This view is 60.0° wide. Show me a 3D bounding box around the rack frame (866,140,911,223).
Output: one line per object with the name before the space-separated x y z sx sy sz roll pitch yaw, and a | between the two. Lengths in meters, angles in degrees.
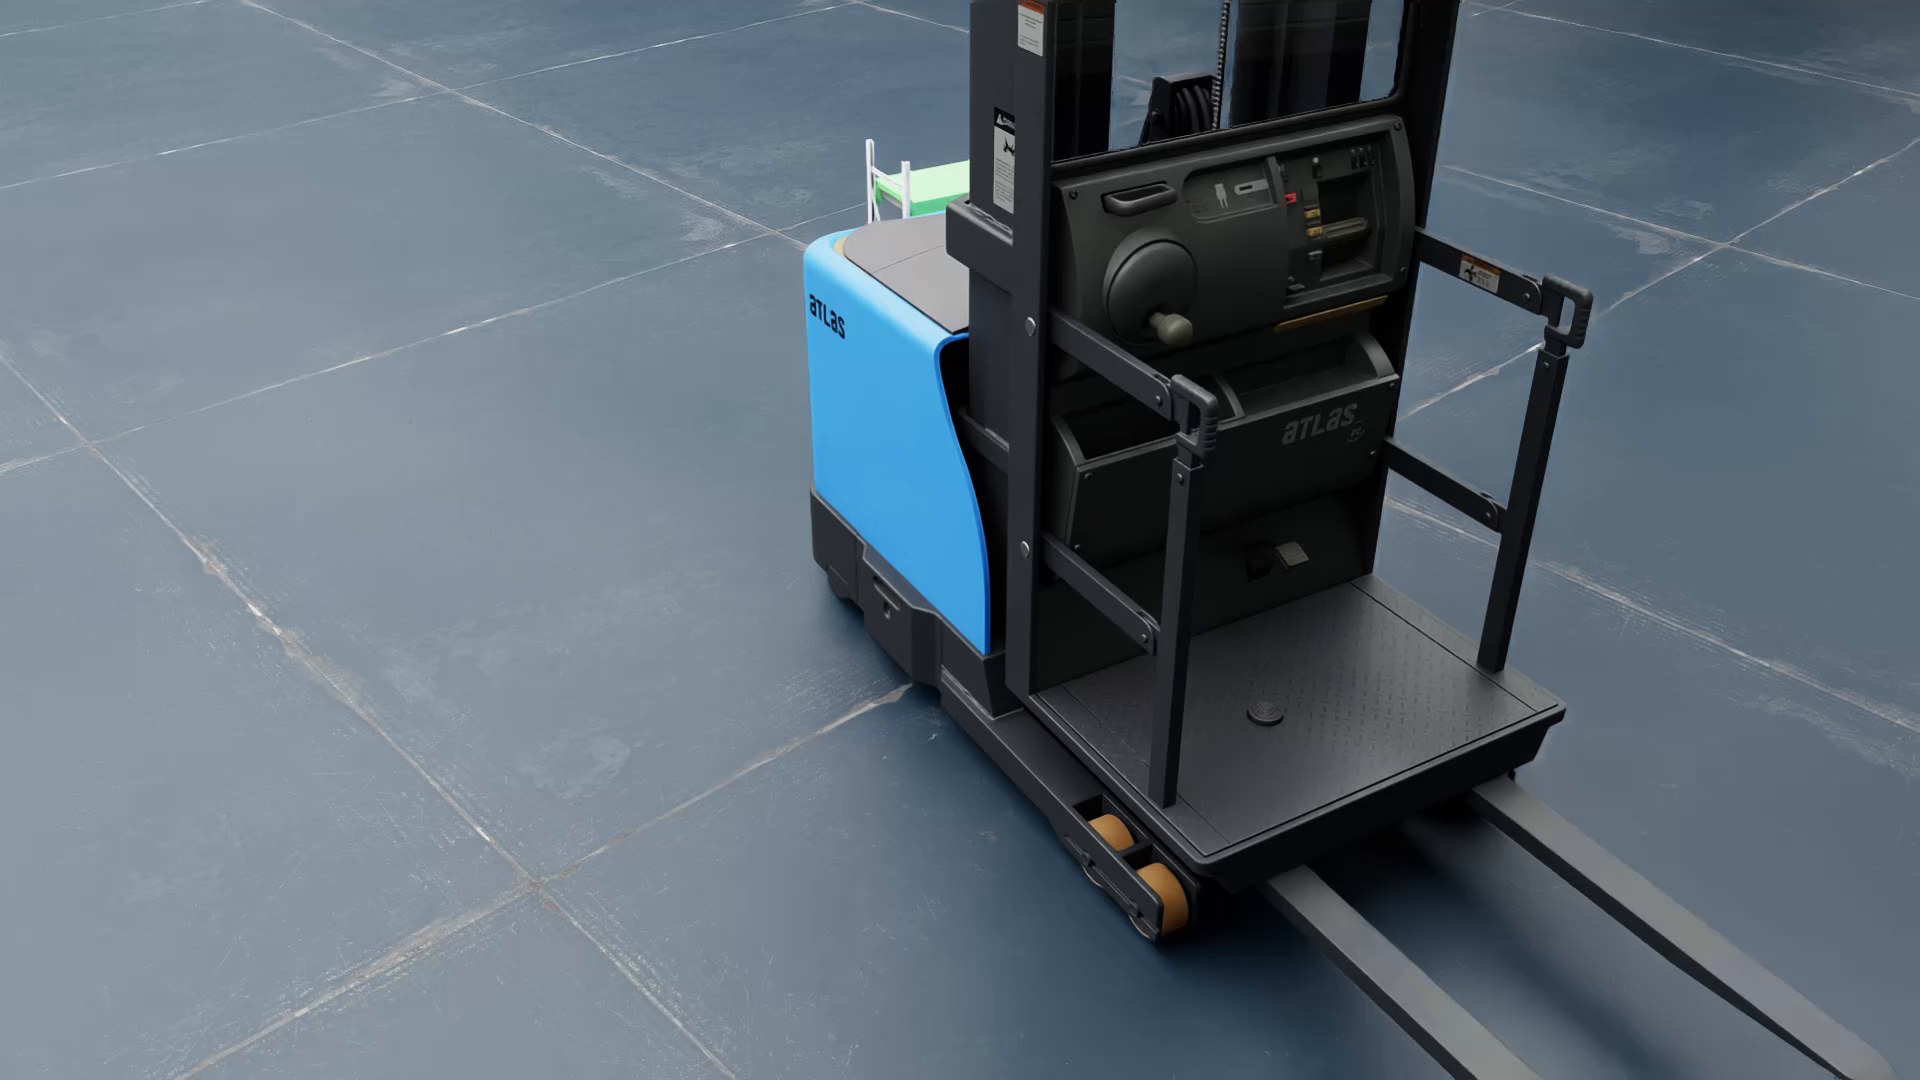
rack frame | -0.208 -0.604 5.088 0.015 1.200 0.240 -17 35 -25

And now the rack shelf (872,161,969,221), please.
rack shelf | 0.003 -1.023 4.976 0.480 0.148 0.258 -17 35 -25

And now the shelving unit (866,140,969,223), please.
shelving unit | 0.003 -0.668 5.193 0.503 1.200 0.258 -17 35 -25

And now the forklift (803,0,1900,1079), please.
forklift | 0.732 -0.624 3.462 1.130 2.935 3.031 -17 35 -25
